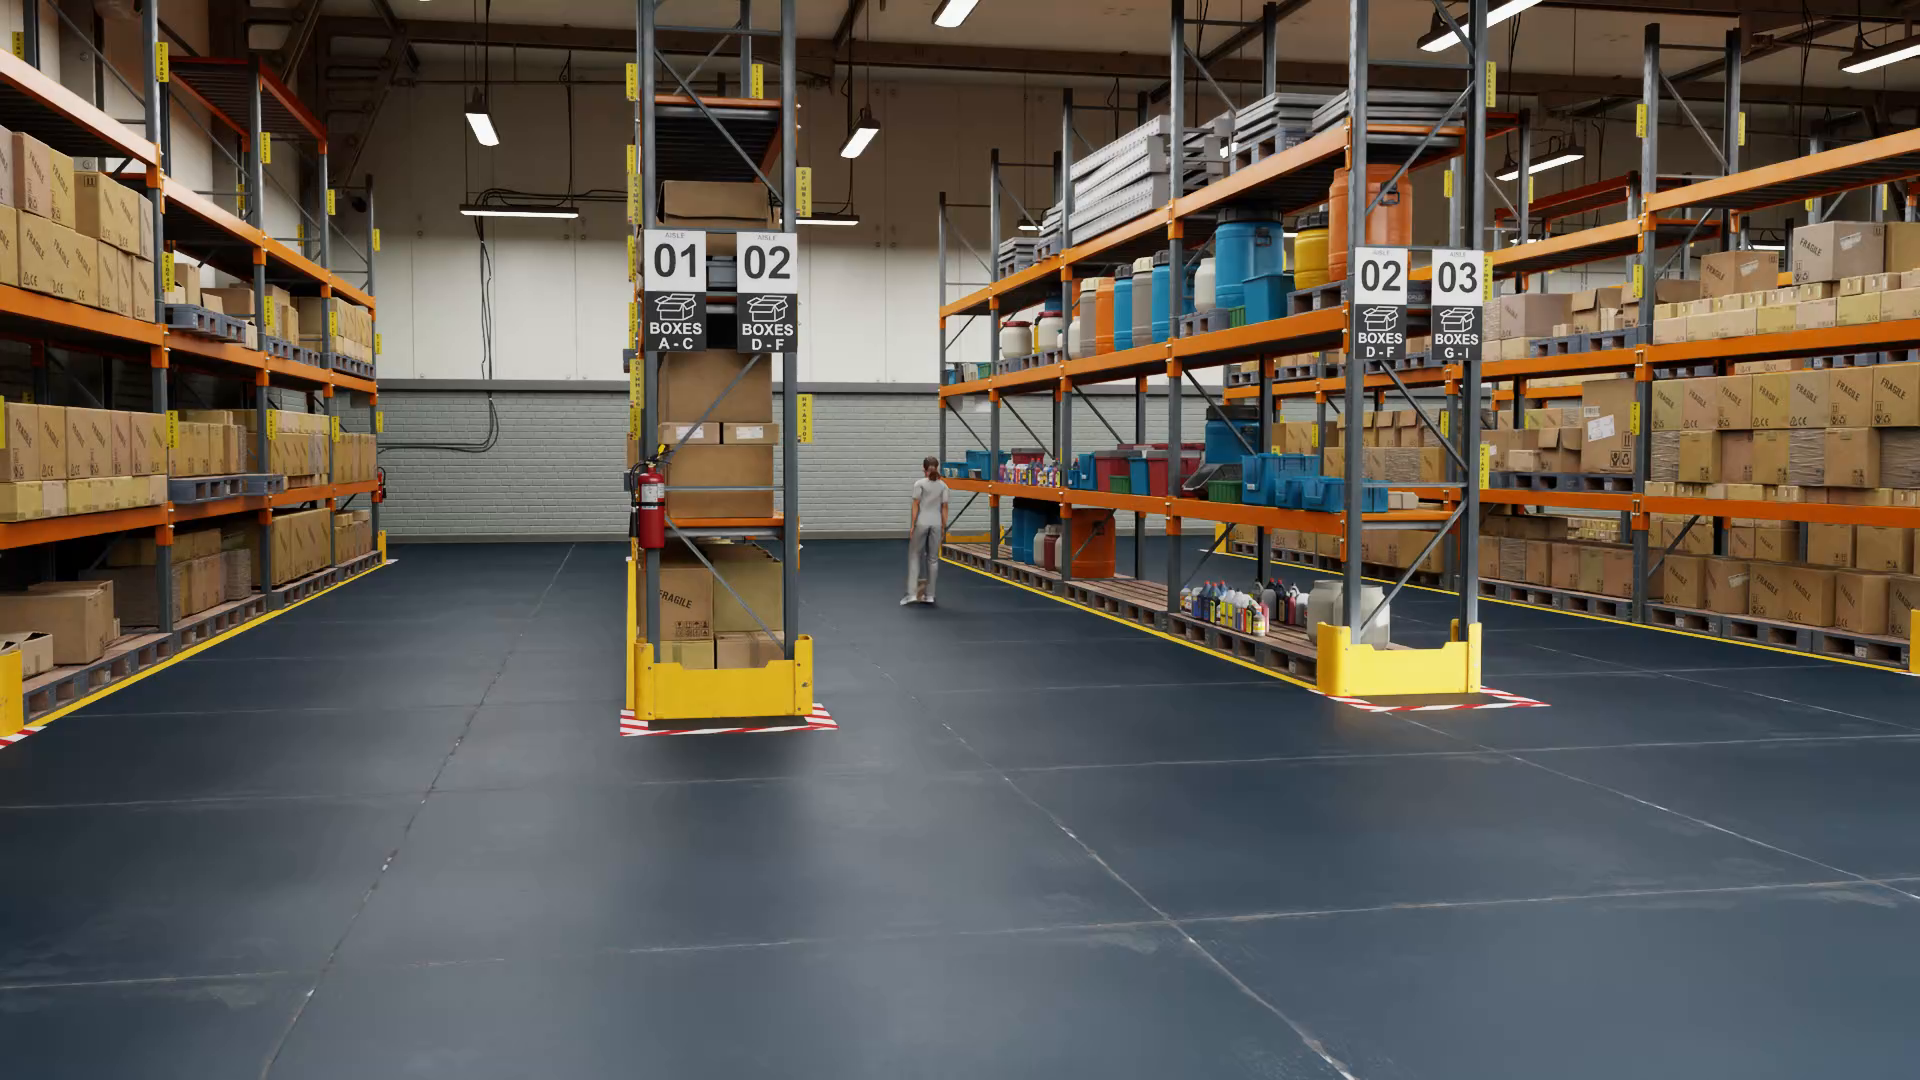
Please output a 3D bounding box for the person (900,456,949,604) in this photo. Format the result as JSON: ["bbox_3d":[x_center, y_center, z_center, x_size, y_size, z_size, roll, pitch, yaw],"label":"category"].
[{"bbox_3d":[-0.397,-0.105,18.953,0.526,1.709,0.470,-1,3,-18],"label":"person"}]
